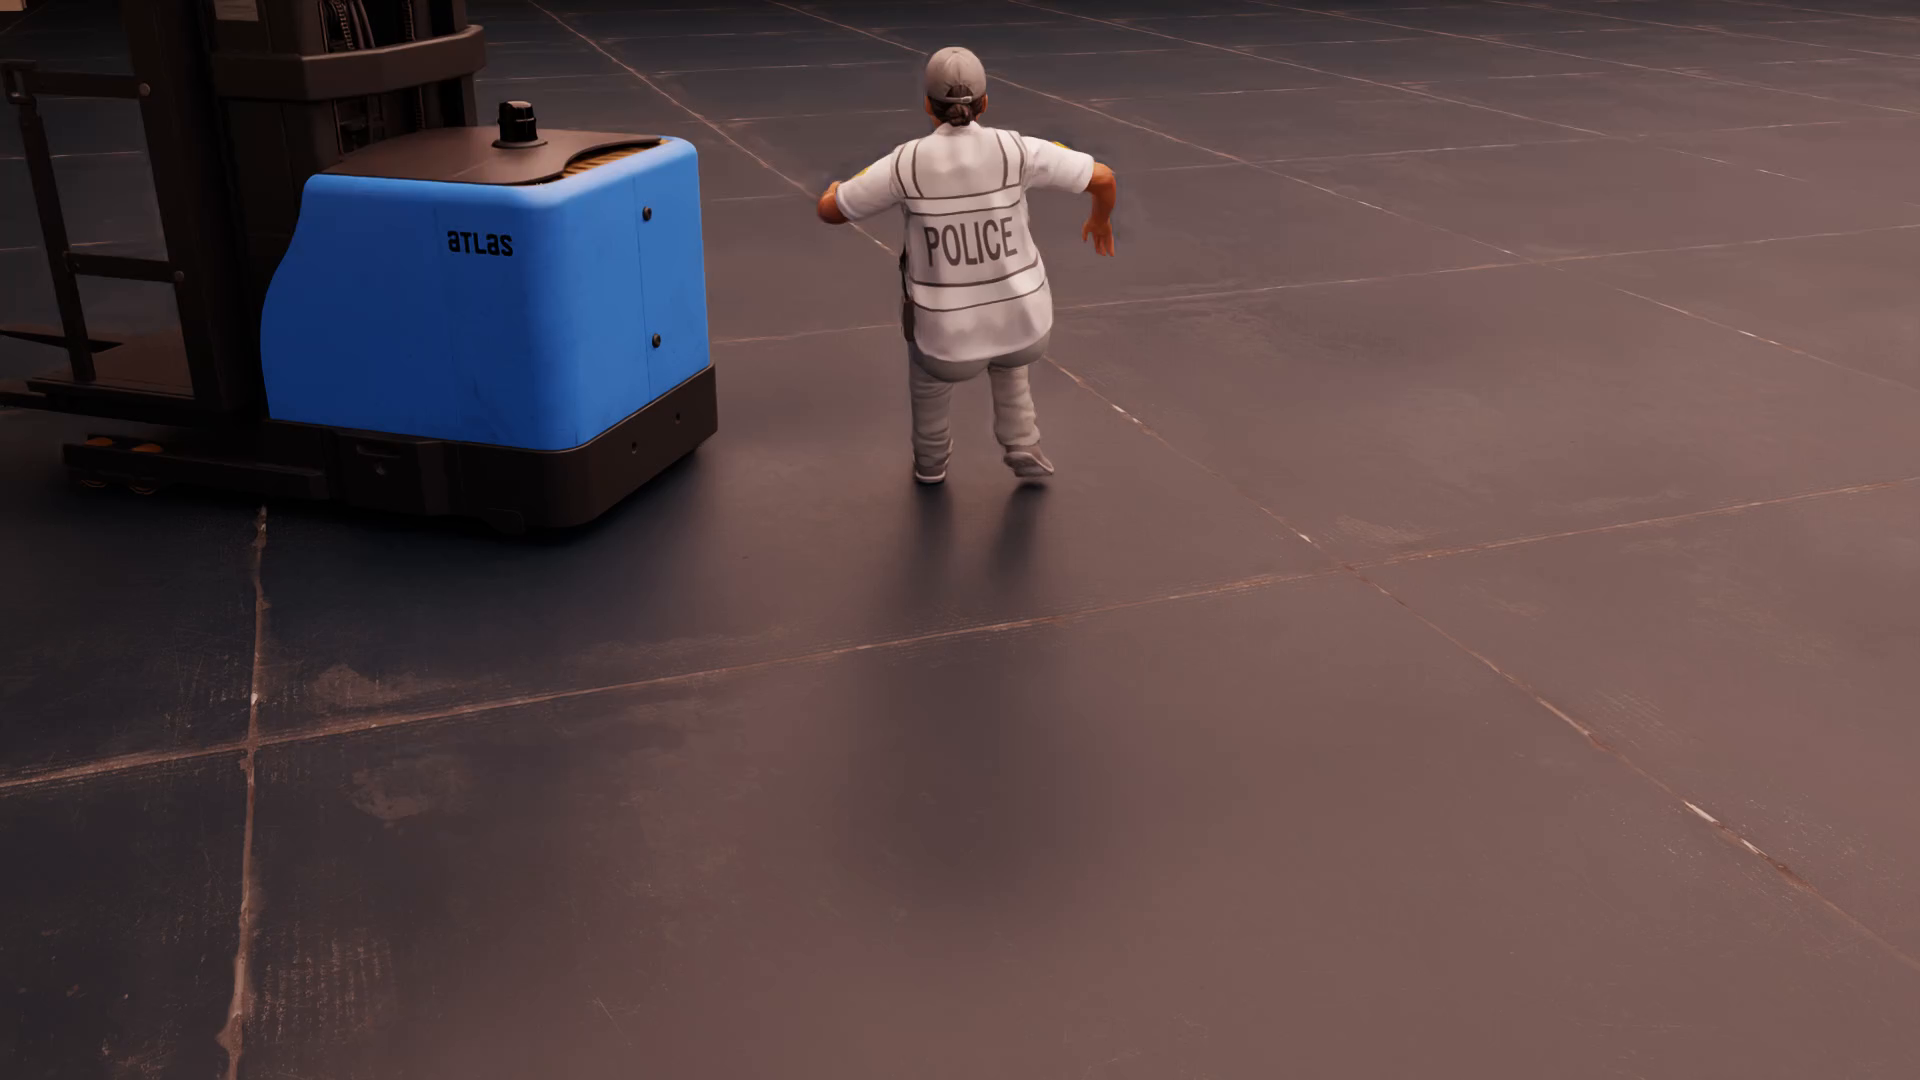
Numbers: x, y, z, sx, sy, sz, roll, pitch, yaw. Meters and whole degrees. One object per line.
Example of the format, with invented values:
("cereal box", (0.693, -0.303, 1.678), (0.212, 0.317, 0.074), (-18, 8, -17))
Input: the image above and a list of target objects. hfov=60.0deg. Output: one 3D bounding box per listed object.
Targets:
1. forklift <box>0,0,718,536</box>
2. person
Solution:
("forklift", (-2.420, -1.684, 5.303), (3.031, 2.935, 1.130), (7, 24, 16))
("person", (0.012, -0.807, 5.137), (0.912, 1.429, 0.824), (-5, 23, -12))
